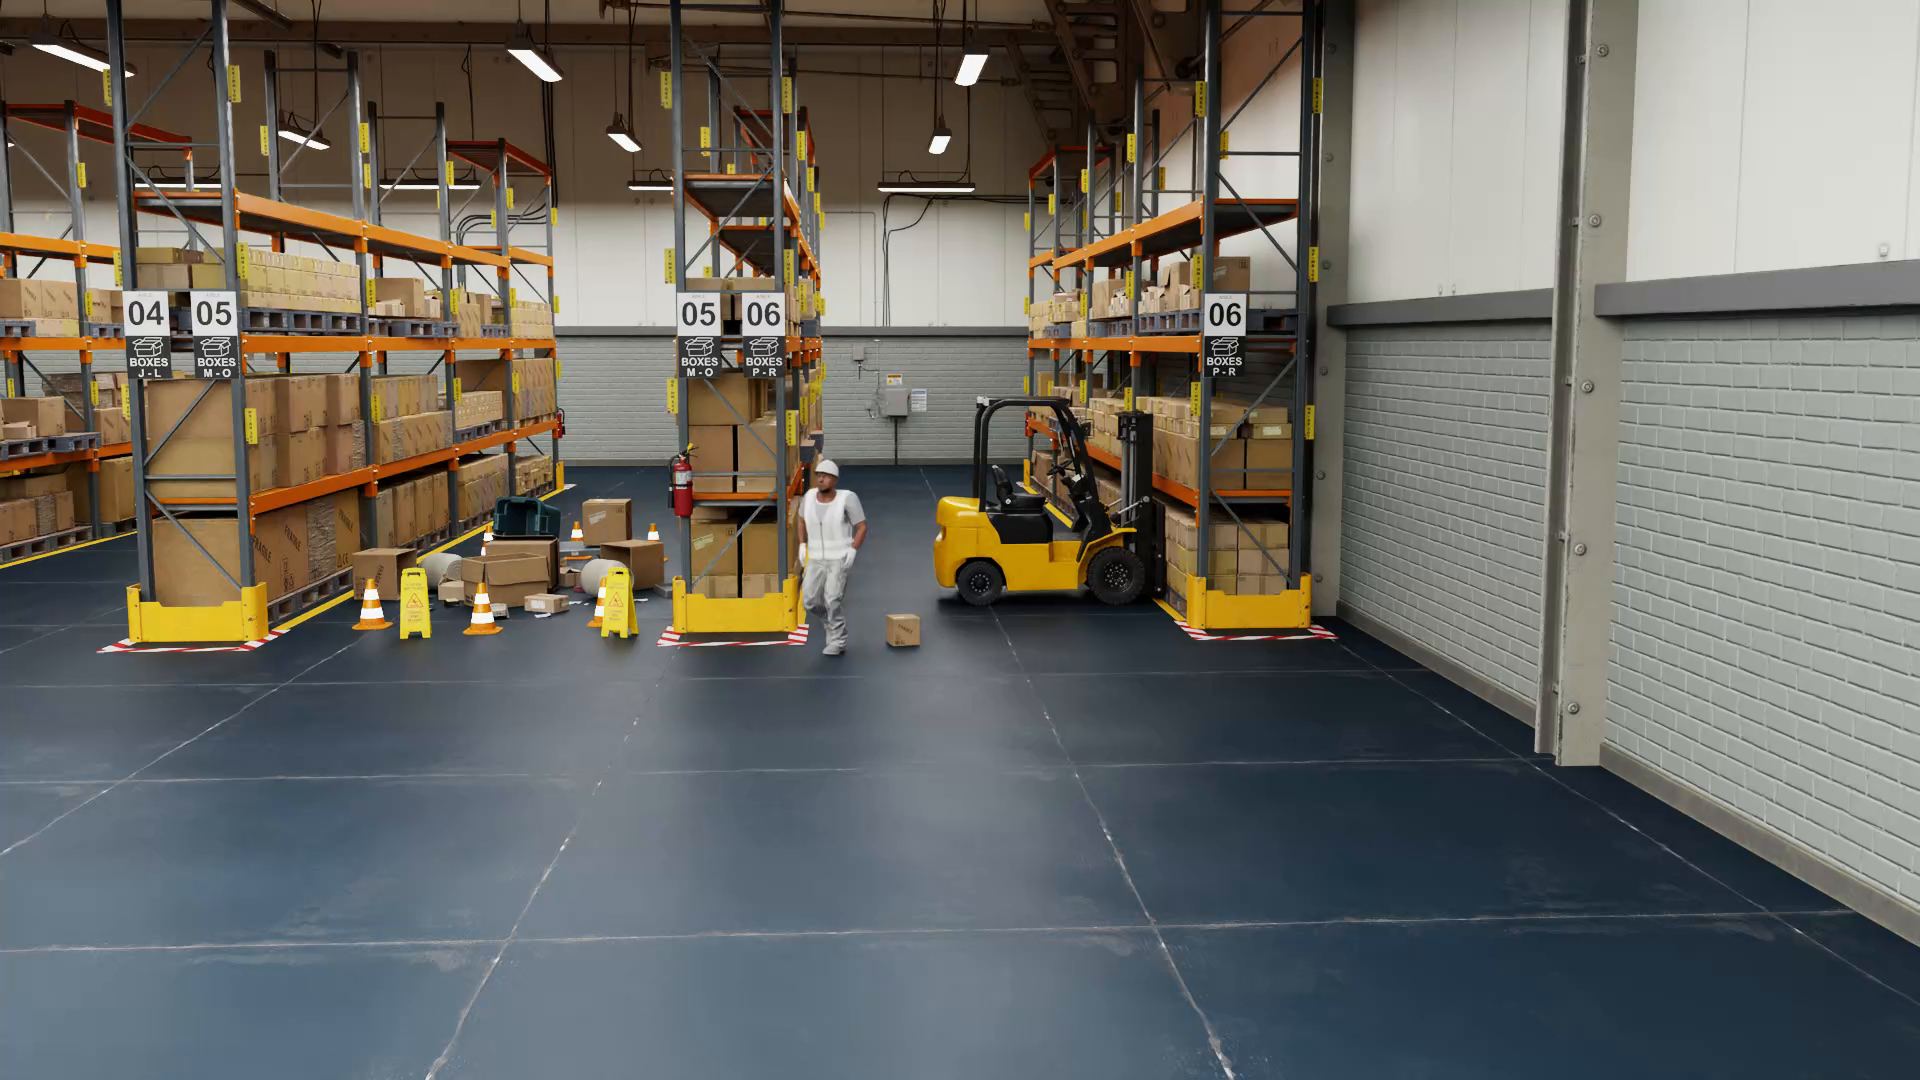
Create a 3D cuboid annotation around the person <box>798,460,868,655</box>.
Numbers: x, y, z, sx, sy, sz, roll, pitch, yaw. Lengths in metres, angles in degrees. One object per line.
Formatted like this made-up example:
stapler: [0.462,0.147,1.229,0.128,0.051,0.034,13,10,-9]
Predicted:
person: [-1.143,0.148,14.624,0.711,1.718,0.575,3,7,21]
